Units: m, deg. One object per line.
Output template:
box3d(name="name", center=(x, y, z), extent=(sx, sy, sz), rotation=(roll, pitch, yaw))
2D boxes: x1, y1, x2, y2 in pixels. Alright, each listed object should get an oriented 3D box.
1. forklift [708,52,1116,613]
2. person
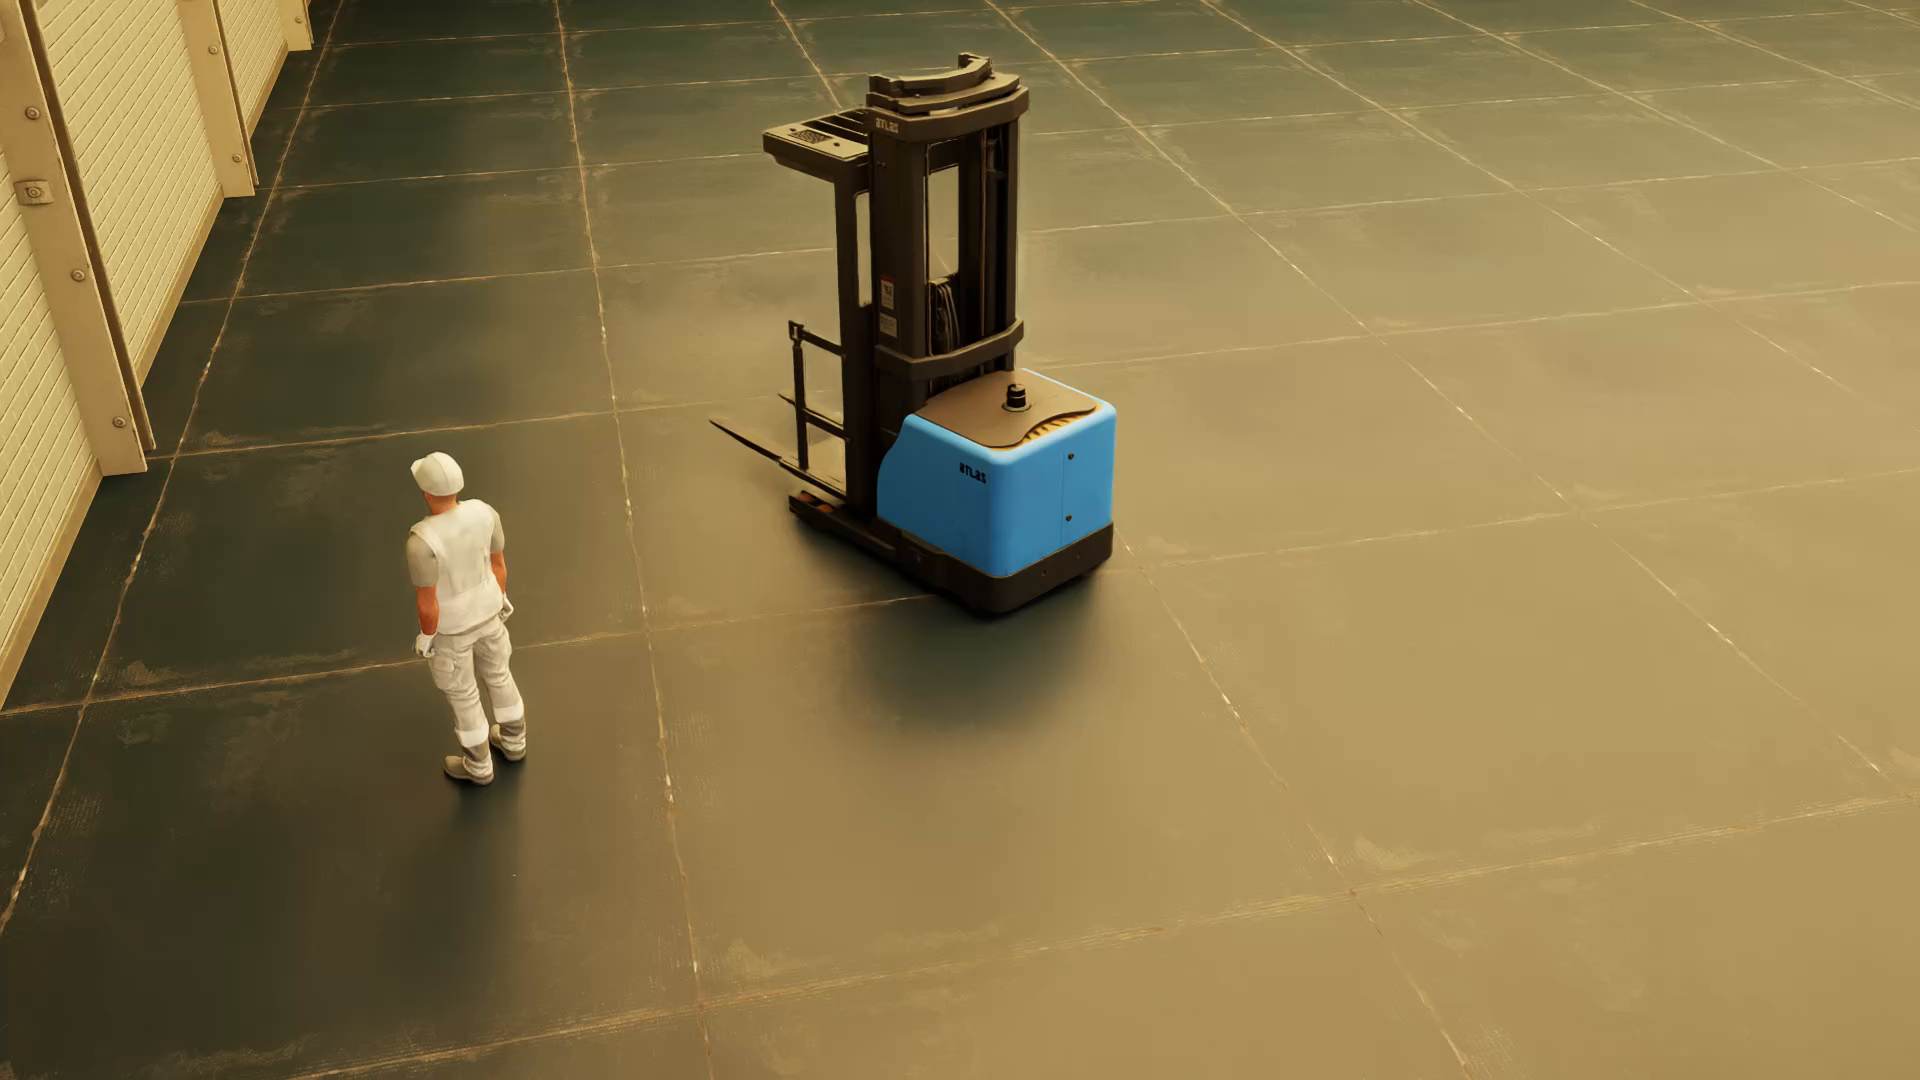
box3d(name="forklift", center=(-0.453, -1.489, 10.147), extent=(1.130, 2.935, 3.031), rotation=(-26, 39, -37))
box3d(name="person", center=(-2.423, 0.377, 8.063), extent=(0.359, 1.796, 0.530), rotation=(20, 36, 31))
